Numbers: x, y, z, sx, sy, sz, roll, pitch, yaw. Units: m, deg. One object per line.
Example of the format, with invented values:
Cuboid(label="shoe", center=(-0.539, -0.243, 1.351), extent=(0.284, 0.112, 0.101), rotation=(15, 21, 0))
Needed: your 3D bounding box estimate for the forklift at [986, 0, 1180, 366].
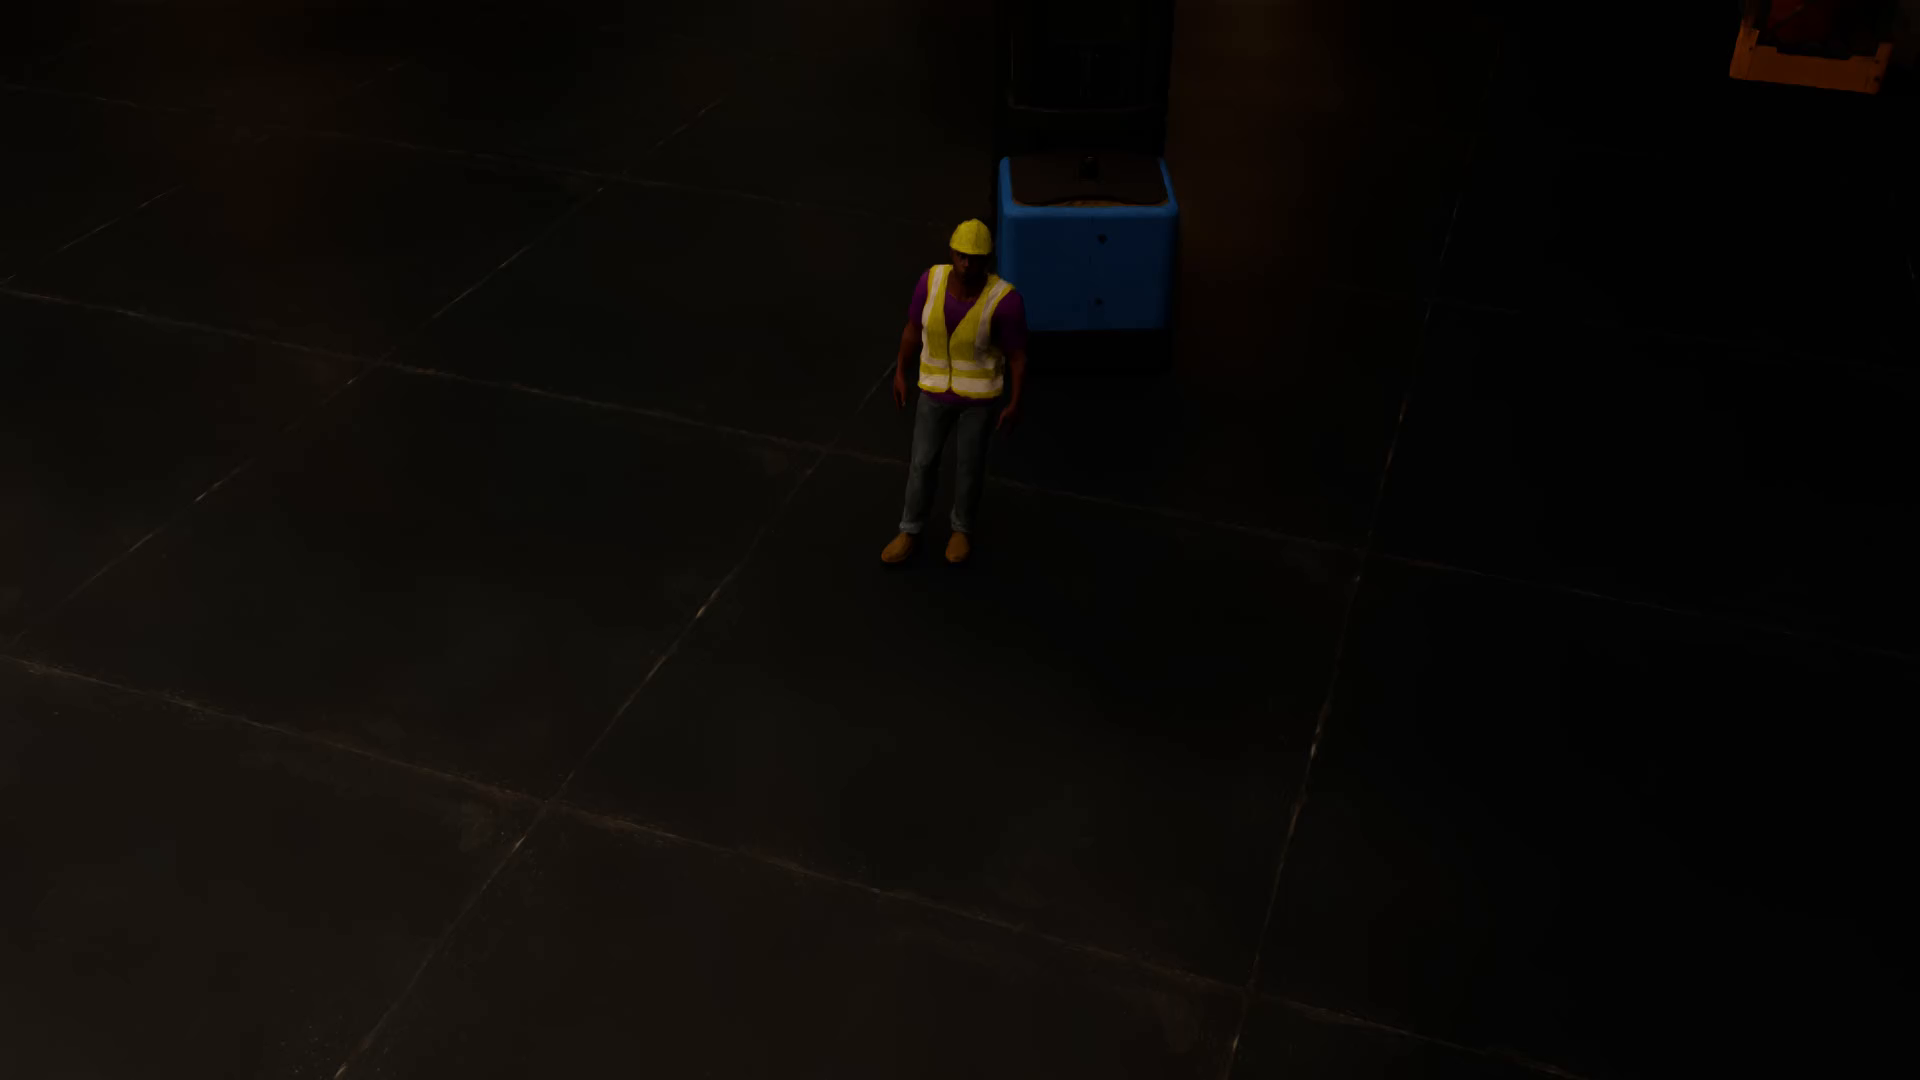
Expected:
Cuboid(label="forklift", center=(0.741, -3.058, 10.424), extent=(1.130, 2.935, 3.031), rotation=(0, 35, 0))

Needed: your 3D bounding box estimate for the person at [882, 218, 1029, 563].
Cuboid(label="person", center=(-0.028, -0.689, 8.078), extent=(0.665, 1.766, 0.576), rotation=(12, 37, 16))
